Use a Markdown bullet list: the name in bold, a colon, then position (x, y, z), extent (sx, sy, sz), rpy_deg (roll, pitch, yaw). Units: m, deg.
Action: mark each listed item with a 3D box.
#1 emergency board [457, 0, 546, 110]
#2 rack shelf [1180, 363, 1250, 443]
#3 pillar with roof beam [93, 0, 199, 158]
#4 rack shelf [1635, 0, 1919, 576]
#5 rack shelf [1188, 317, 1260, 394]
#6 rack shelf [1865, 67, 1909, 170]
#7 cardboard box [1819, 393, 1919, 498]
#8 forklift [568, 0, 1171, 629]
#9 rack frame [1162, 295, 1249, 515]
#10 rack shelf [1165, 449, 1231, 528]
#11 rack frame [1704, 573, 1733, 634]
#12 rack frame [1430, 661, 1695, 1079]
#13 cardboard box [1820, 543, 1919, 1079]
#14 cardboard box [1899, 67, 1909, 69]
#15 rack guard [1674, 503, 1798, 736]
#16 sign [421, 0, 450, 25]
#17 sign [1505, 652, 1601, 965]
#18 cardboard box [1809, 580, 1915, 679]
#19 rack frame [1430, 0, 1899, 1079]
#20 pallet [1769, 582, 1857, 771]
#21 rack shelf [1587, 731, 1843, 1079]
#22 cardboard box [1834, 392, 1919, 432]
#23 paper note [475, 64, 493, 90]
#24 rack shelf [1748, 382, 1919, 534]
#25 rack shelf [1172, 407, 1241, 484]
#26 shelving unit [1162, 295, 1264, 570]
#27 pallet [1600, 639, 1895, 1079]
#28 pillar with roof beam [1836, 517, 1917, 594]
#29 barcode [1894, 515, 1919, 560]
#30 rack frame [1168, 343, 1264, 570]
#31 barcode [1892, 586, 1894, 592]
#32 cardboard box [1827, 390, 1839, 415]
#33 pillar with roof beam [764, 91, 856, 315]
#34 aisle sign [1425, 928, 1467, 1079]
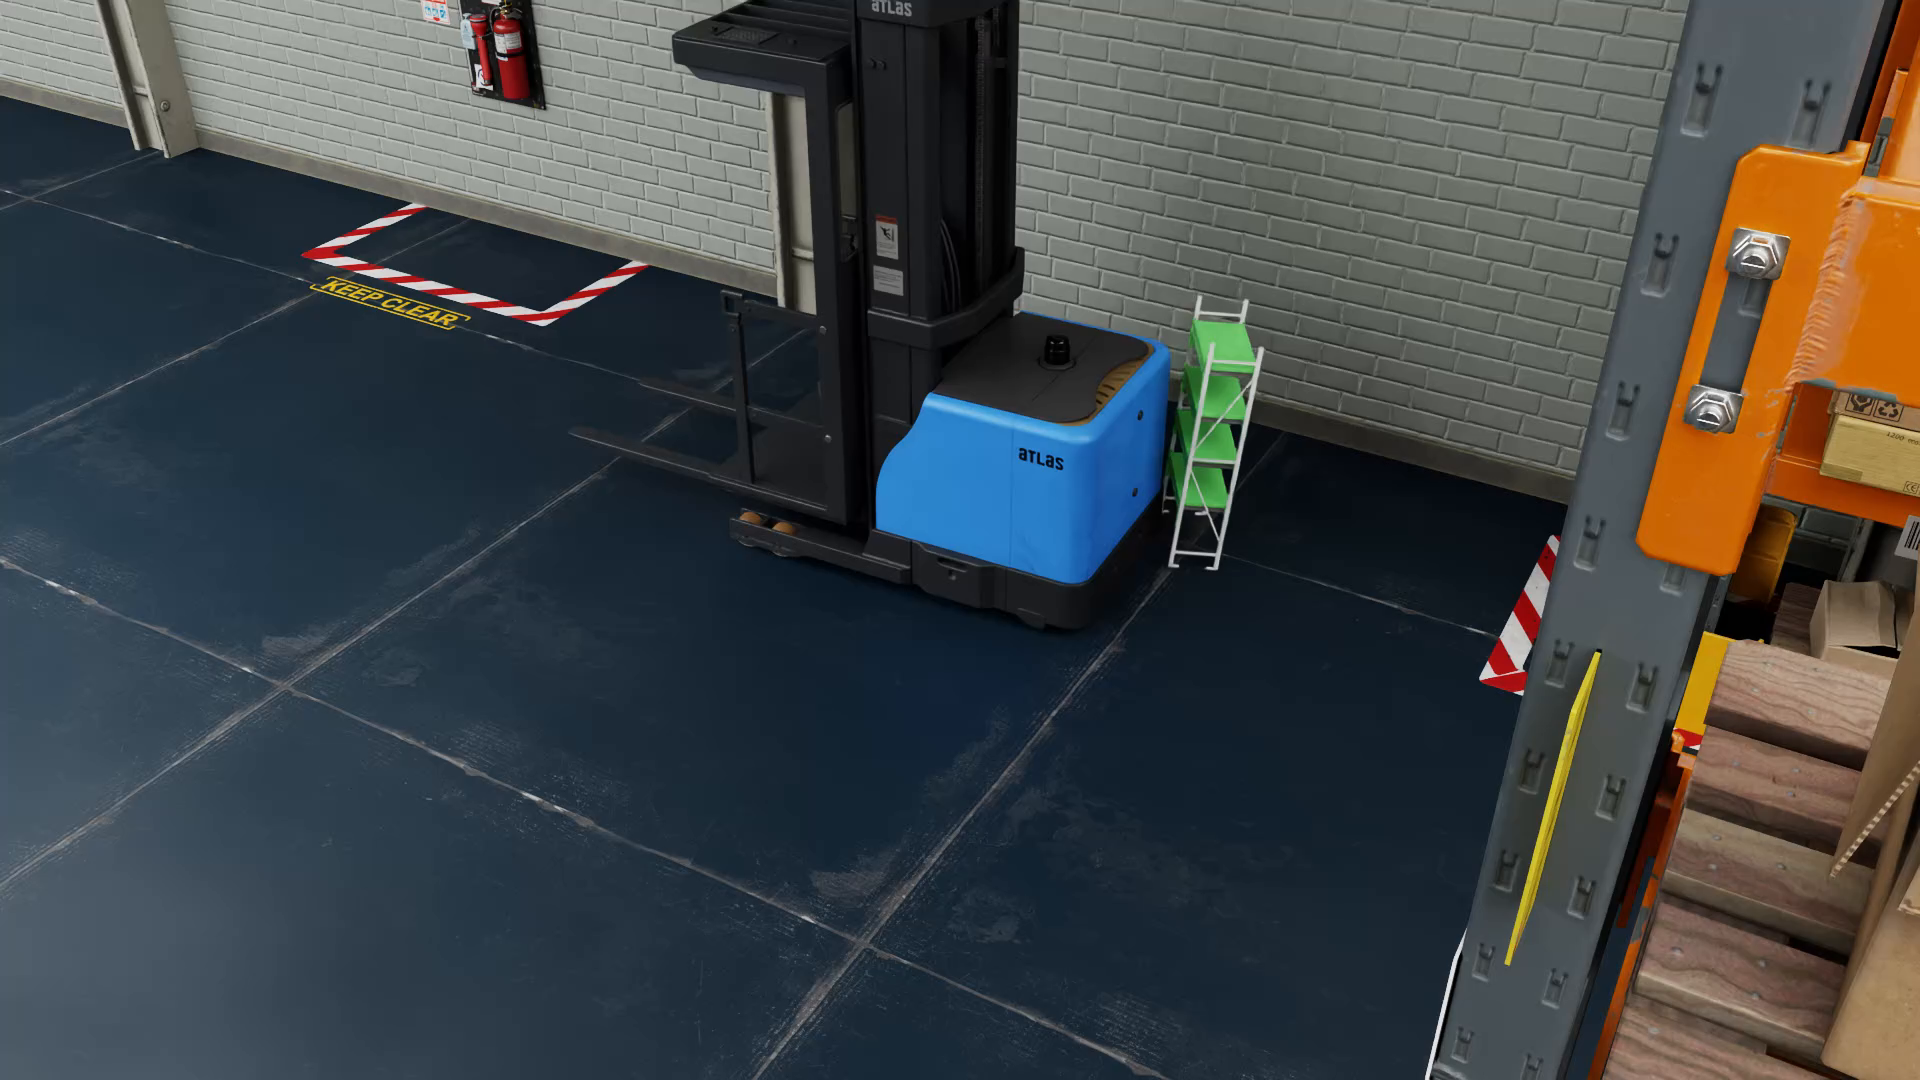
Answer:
- **emergency board**: position (-3.000, -3.316, 10.523), extent (0.643, 1.169, 0.194), rpy_deg (18, 37, 24)
- **rack shelf**: position (1.192, -0.645, 7.801), extent (0.258, 0.148, 0.480), rpy_deg (4, 34, -3)
- **pillar with roof beam**: position (-8.219, -4.693, 7.179), extent (0.400, 9.000, 9.100), rpy_deg (18, 37, 24)
- **rack shelf**: position (2.580, 0.160, 0.901), extent (4.000, 0.370, 1.077), rpy_deg (18, 37, 24)
- **rack shelf**: position (1.213, -0.844, 7.669), extent (0.258, 0.148, 0.480), rpy_deg (4, 34, -3)
- **rack shelf**: position (5.035, -1.143, 5.203), extent (4.000, 0.370, 1.077), rpy_deg (18, 37, 24)
- **cardboard box**: position (3.565, -0.403, 6.266), extent (0.500, 0.250, 0.500), rpy_deg (16, 37, 23)
- **forklift**: position (-0.558, -1.380, 7.678), extent (3.031, 2.935, 1.130), rpy_deg (16, 37, 22)
- **rack frame**: position (1.178, -0.635, 8.102), extent (0.240, 1.200, 0.015), rpy_deg (4, 34, -3)
- **rack shelf**: position (1.150, -0.248, 8.067), extent (0.258, 0.148, 0.480), rpy_deg (4, 34, -3)
- **rack frame**: position (3.299, -0.744, 6.661), extent (0.127, 3.000, 1.000), rpy_deg (18, 37, 24)
- **rack frame**: position (0.844, 1.641, 3.079), extent (0.127, 3.000, 1.000), rpy_deg (18, 37, 24)
- **cardboard box**: position (1.341, 0.277, 1.824), extent (0.637, 0.503, 0.797), rpy_deg (20, 39, 28)
- **cardboard box**: position (3.465, -1.830, 5.477), extent (0.500, 0.500, 0.500), rpy_deg (19, 38, 26)
- **rack guard**: position (3.365, 0.318, 7.322), extent (0.348, 0.500, 1.175), rpy_deg (18, 37, 24)
- **sign**: position (-3.429, -3.532, 10.816), extent (0.234, 0.329, 0.001), rpy_deg (18, 37, 24)
- **sign**: position (0.563, 0.261, 1.585), extent (0.005, 0.325, 0.100), rpy_deg (18, 37, 24)
- **cardboard box**: position (3.855, 0.426, 6.933), extent (0.500, 0.311, 0.500), rpy_deg (13, 36, 19)
- **rack frame**: position (0.844, -0.856, 1.416), extent (0.127, 3.000, 1.000), rpy_deg (18, 37, 24)
- **pallet**: position (4.052, 0.678, 7.041), extent (1.213, 0.211, 1.003), rpy_deg (18, 37, 24)
- **rack shelf**: position (2.580, 1.242, 1.621), extent (4.000, 0.370, 1.077), rpy_deg (18, 37, 24)
- **cardboard box**: position (3.564, -0.726, 6.074), extent (0.500, 0.500, 0.500), rpy_deg (18, 38, 24)
- **paper note**: position (-3.120, -3.031, 10.890), extent (0.142, 0.148, 0.016), rpy_deg (18, 37, 24)
- **rack shelf**: position (5.035, 0.106, 6.034), extent (4.000, 0.370, 1.077), rpy_deg (18, 37, 24)
- **rack shelf**: position (1.171, -0.446, 7.934), extent (0.258, 0.148, 0.480), rpy_deg (4, 34, -3)
- **shelving unit**: position (1.177, -0.499, 7.899), extent (0.258, 1.200, 0.503), rpy_deg (4, 34, -3)
- **pallet**: position (1.445, 0.636, 1.962), extent (1.213, 0.211, 1.003), rpy_deg (18, 37, 24)
- **pillar with roof beam**: position (2.200, -1.393, 2.223), extent (0.400, 9.000, 9.100), rpy_deg (18, 37, 24)
- **barcode**: position (1.345, 0.002, 2.311), extent (0.075, 0.075, 0.001), rpy_deg (18, 37, 24)
- **rack frame**: position (1.176, -0.364, 7.696), extent (0.240, 1.200, 0.015), rpy_deg (4, 34, -3)
- **barcode**: position (4.069, 0.235, 7.212), extent (0.075, 0.075, 0.001), rpy_deg (18, 37, 24)
- **cardboard box**: position (3.801, -0.654, 6.644), extent (0.500, 0.250, 0.500), rpy_deg (18, 38, 25)
- **pillar with roof beam**: position (-3.010, -3.043, 4.701), extent (0.400, 9.000, 9.100), rpy_deg (18, 37, 24)
- **aisle sign**: position (0.635, 0.688, 2.164), extent (0.004, 0.787, 0.394), rpy_deg (18, 37, 24)
